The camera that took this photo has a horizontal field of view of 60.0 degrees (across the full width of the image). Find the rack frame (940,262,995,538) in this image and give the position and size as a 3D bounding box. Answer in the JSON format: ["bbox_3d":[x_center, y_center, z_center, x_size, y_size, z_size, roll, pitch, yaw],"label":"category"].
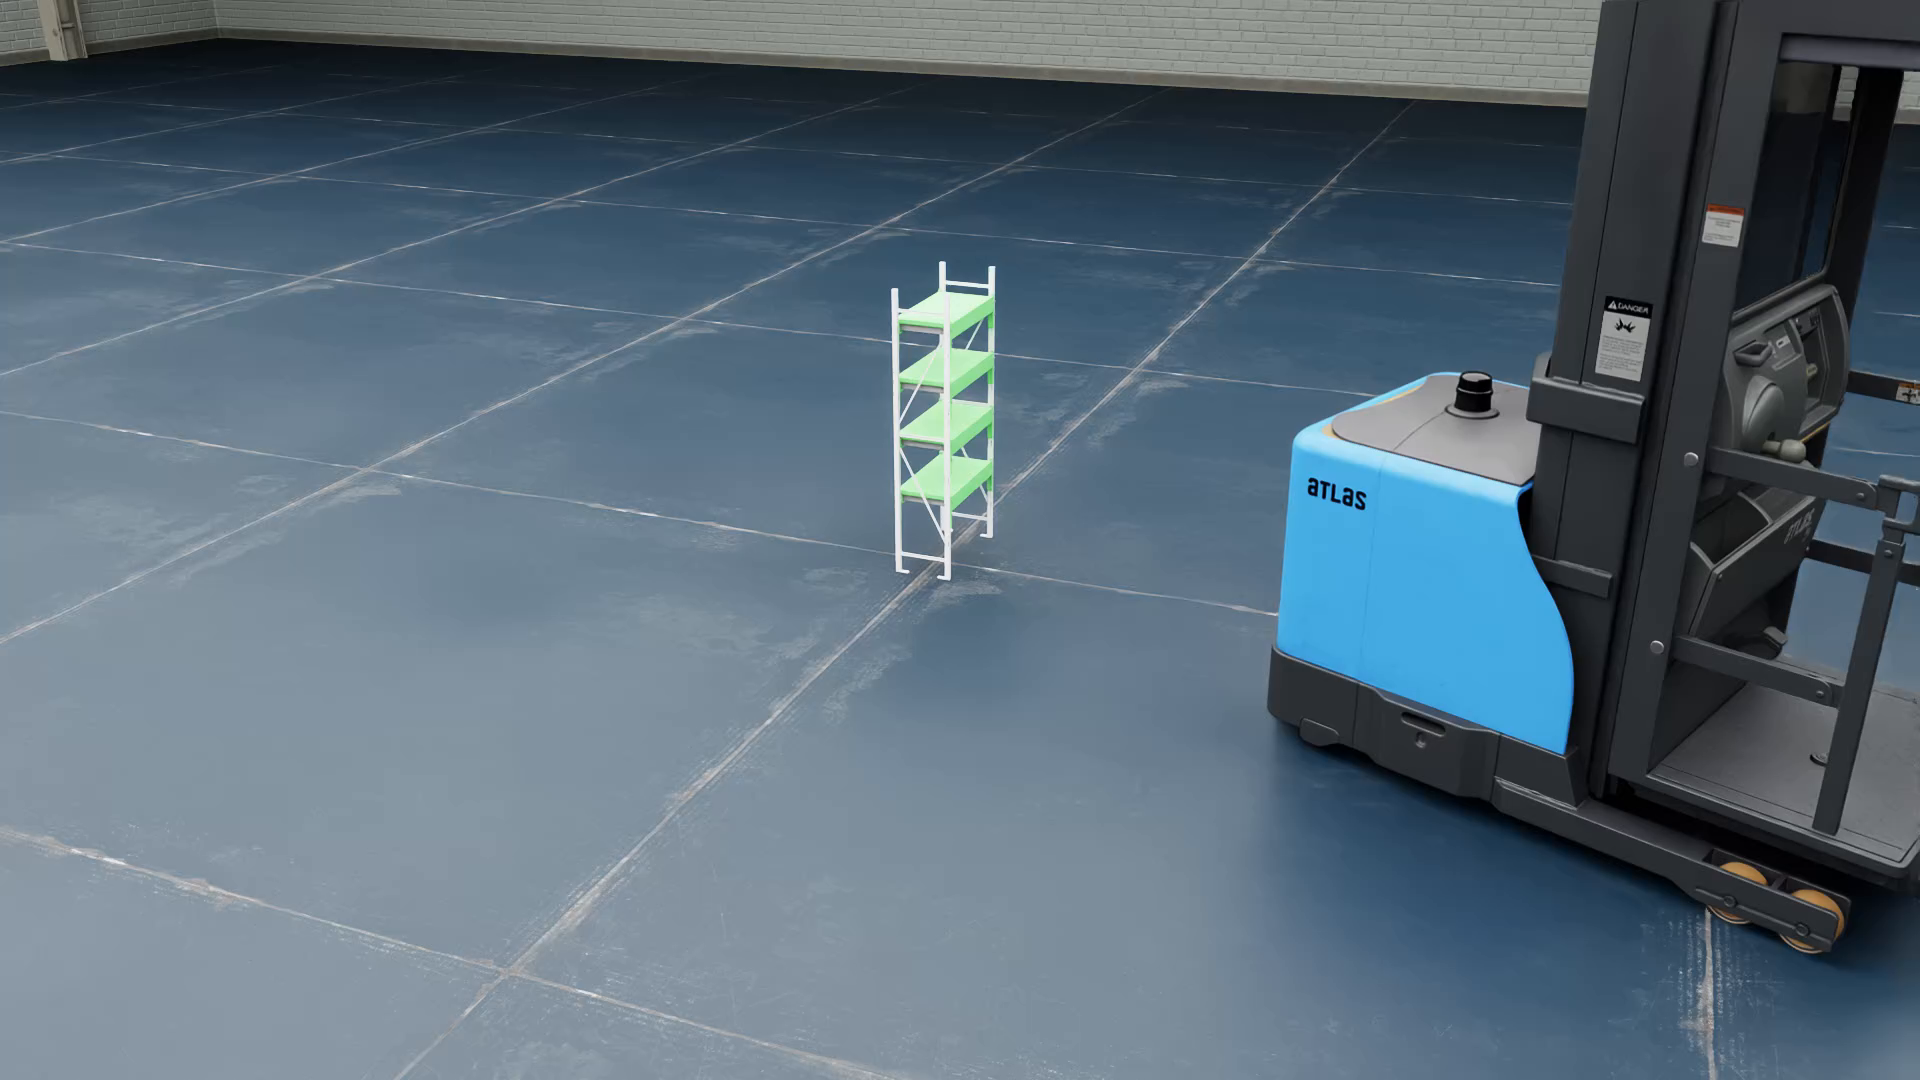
[{"bbox_3d":[0.029,-0.582,7.086,0.240,1.200,0.015,9,24,20],"label":"rack frame"}]

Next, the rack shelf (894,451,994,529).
[{"bbox_3d":[-0.061,-0.214,6.994,0.258,0.148,0.480,9,24,20],"label":"rack shelf"}]

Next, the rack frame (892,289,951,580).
[{"bbox_3d":[-0.152,-0.407,6.668,0.240,1.200,0.015,9,24,20],"label":"rack frame"}]

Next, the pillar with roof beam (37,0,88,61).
[{"bbox_3d":[-8.652,-10.365,20.389,9.100,9.000,0.400,9,24,20],"label":"pillar with roof beam"}]

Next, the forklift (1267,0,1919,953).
[{"bbox_3d":[2.464,-0.451,4.528,3.031,2.935,1.130,20,30,39],"label":"forklift"}]

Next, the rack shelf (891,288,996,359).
[{"bbox_3d":[-0.062,-0.878,6.717,0.258,0.148,0.480,9,24,20],"label":"rack shelf"}]

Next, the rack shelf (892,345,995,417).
[{"bbox_3d":[-0.061,-0.657,6.809,0.258,0.148,0.480,9,24,20],"label":"rack shelf"}]

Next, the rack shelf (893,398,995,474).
[{"bbox_3d":[-0.061,-0.435,6.902,0.258,0.148,0.480,9,24,20],"label":"rack shelf"}]

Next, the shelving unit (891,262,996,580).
[{"bbox_3d":[-0.061,-0.494,6.877,0.258,1.200,0.503,9,24,20],"label":"shelving unit"}]
